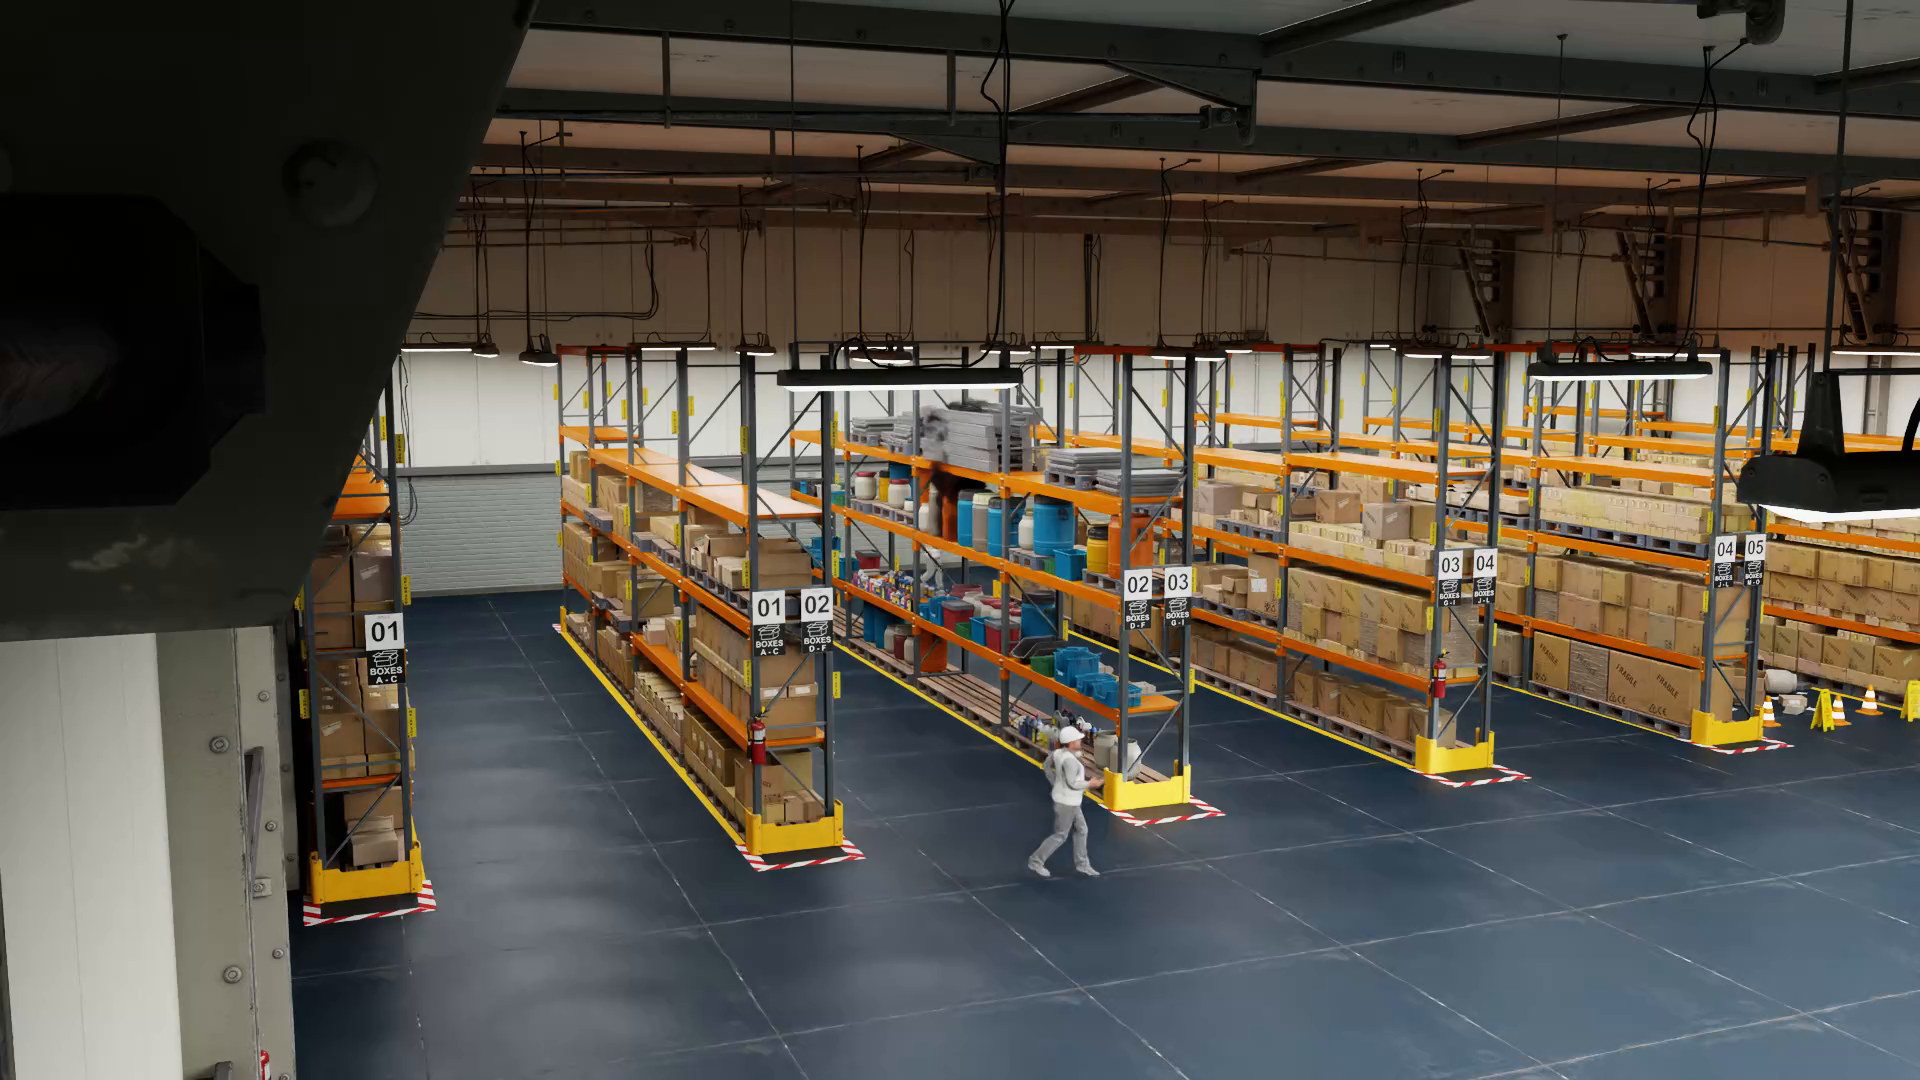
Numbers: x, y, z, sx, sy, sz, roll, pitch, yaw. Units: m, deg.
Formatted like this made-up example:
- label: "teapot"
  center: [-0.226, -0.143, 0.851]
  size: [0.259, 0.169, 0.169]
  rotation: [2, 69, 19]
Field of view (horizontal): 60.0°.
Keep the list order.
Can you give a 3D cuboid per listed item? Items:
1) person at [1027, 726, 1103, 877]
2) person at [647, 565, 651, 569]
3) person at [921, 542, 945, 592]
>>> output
- label: "person"
  center: [1.203, 3.033, 19.127]
  size: [0.873, 1.812, 0.613]
  rotation: [0, 7, -2]
- label: "person"
  center: [-6.874, 0.863, 36.150]
  size: [0.862, 1.780, 0.763]
  rotation: [4, 8, 26]
- label: "person"
  center: [-0.669, 0.432, 39.516]
  size: [0.847, 1.839, 0.664]
  rotation: [-1, 7, -6]
